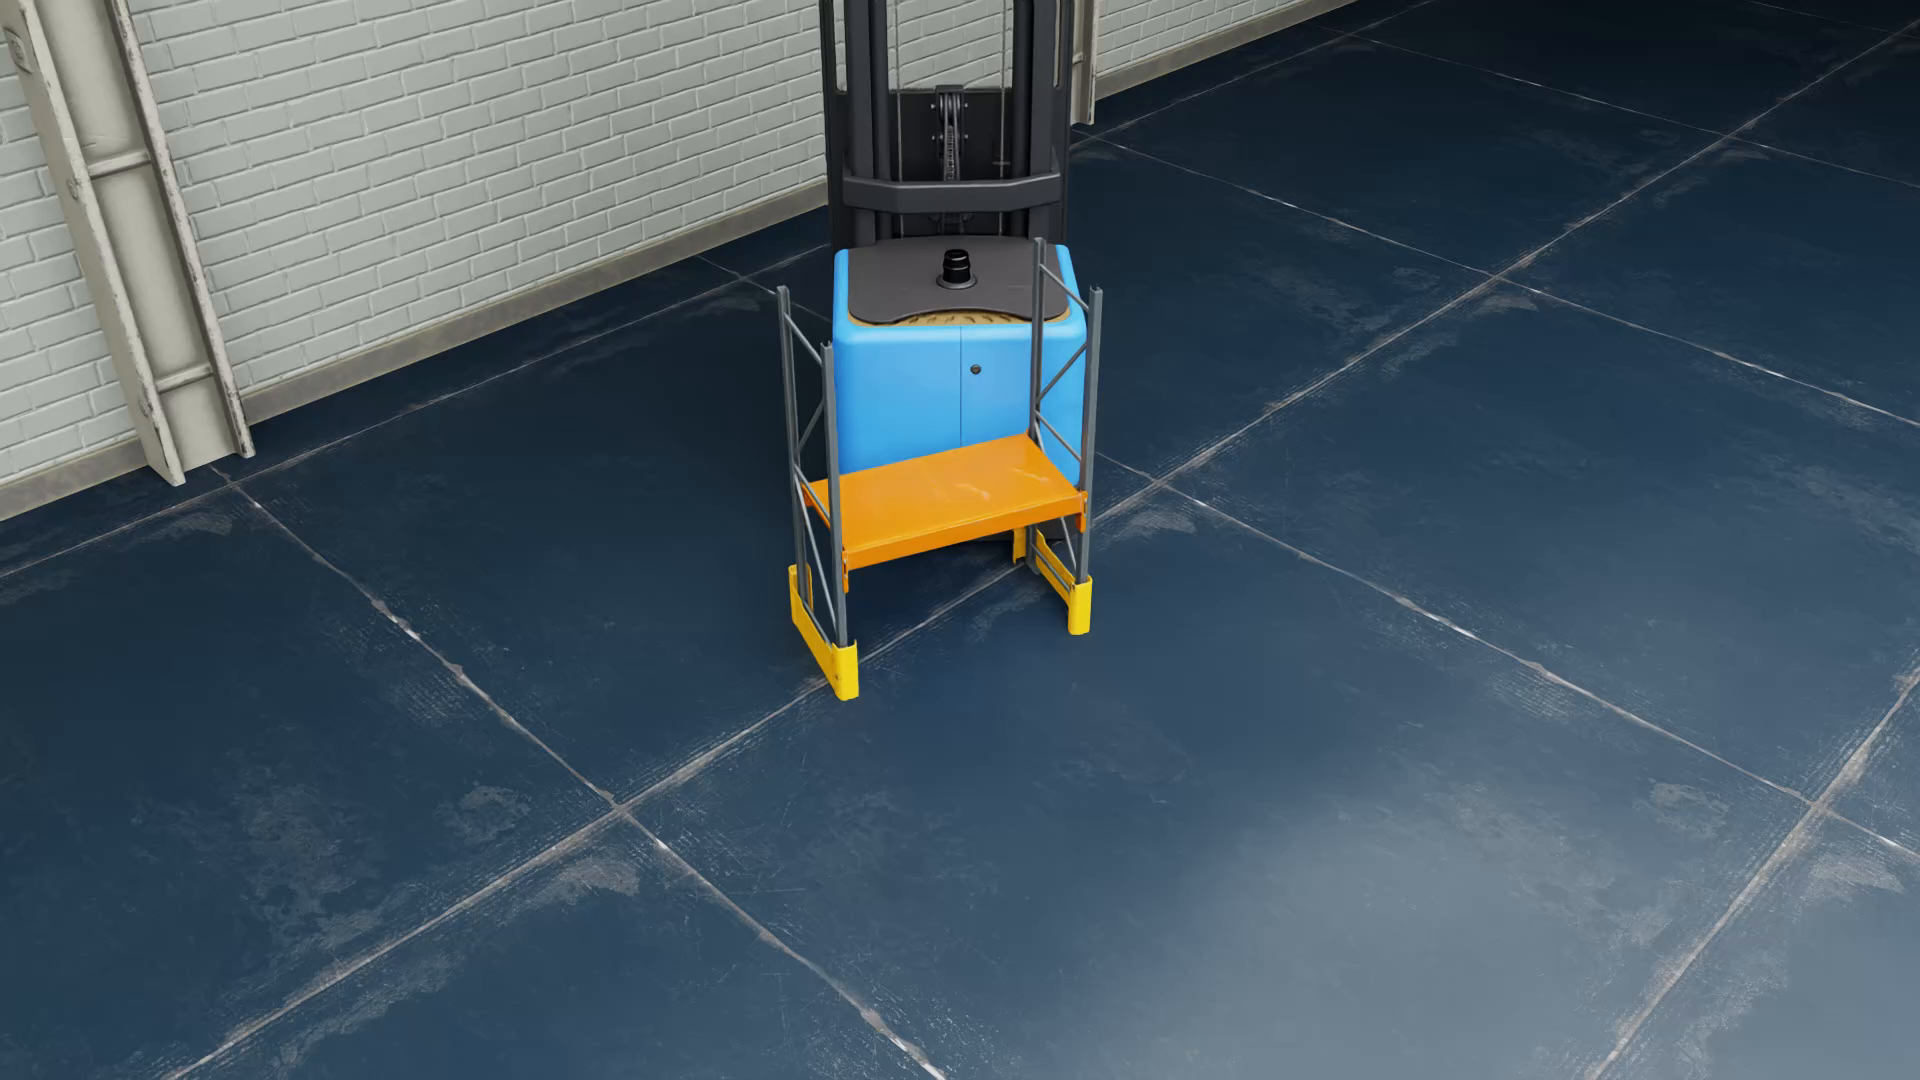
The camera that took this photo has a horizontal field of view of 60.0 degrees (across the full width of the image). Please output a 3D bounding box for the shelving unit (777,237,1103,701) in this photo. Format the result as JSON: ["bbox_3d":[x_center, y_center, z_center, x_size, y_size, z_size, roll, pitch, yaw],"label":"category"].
[{"bbox_3d":[-0.081,-0.274,6.331,1.083,1.500,0.587,-14,37,-19],"label":"shelving unit"}]

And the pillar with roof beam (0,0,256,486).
[{"bbox_3d":[-0.505,-2.341,2.740,9.100,9.000,0.400,30,45,35],"label":"pillar with roof beam"}]

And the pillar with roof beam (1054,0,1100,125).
[{"bbox_3d":[3.723,-4.777,6.233,9.100,9.000,0.400,30,45,35],"label":"pillar with roof beam"}]

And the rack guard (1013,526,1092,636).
[{"bbox_3d":[0.374,0.124,6.854,0.087,0.250,0.587,-14,37,-19],"label":"rack guard"}]

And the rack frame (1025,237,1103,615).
[{"bbox_3d":[0.392,-0.393,6.502,0.032,1.500,0.500,-14,37,-19],"label":"rack frame"}]

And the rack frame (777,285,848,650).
[{"bbox_3d":[-0.538,-0.159,6.166,0.032,1.500,0.500,-14,37,-19],"label":"rack frame"}]

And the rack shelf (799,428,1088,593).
[{"bbox_3d":[-0.073,-0.128,6.437,1.000,0.185,0.538,-14,37,-19],"label":"rack shelf"}]

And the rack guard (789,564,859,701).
[{"bbox_3d":[-0.537,0.354,6.524,0.087,0.250,0.587,-14,37,-19],"label":"rack guard"}]

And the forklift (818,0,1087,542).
[{"bbox_3d":[-0.069,-2.000,7.556,1.130,2.935,3.031,-2,35,-2],"label":"forklift"}]
